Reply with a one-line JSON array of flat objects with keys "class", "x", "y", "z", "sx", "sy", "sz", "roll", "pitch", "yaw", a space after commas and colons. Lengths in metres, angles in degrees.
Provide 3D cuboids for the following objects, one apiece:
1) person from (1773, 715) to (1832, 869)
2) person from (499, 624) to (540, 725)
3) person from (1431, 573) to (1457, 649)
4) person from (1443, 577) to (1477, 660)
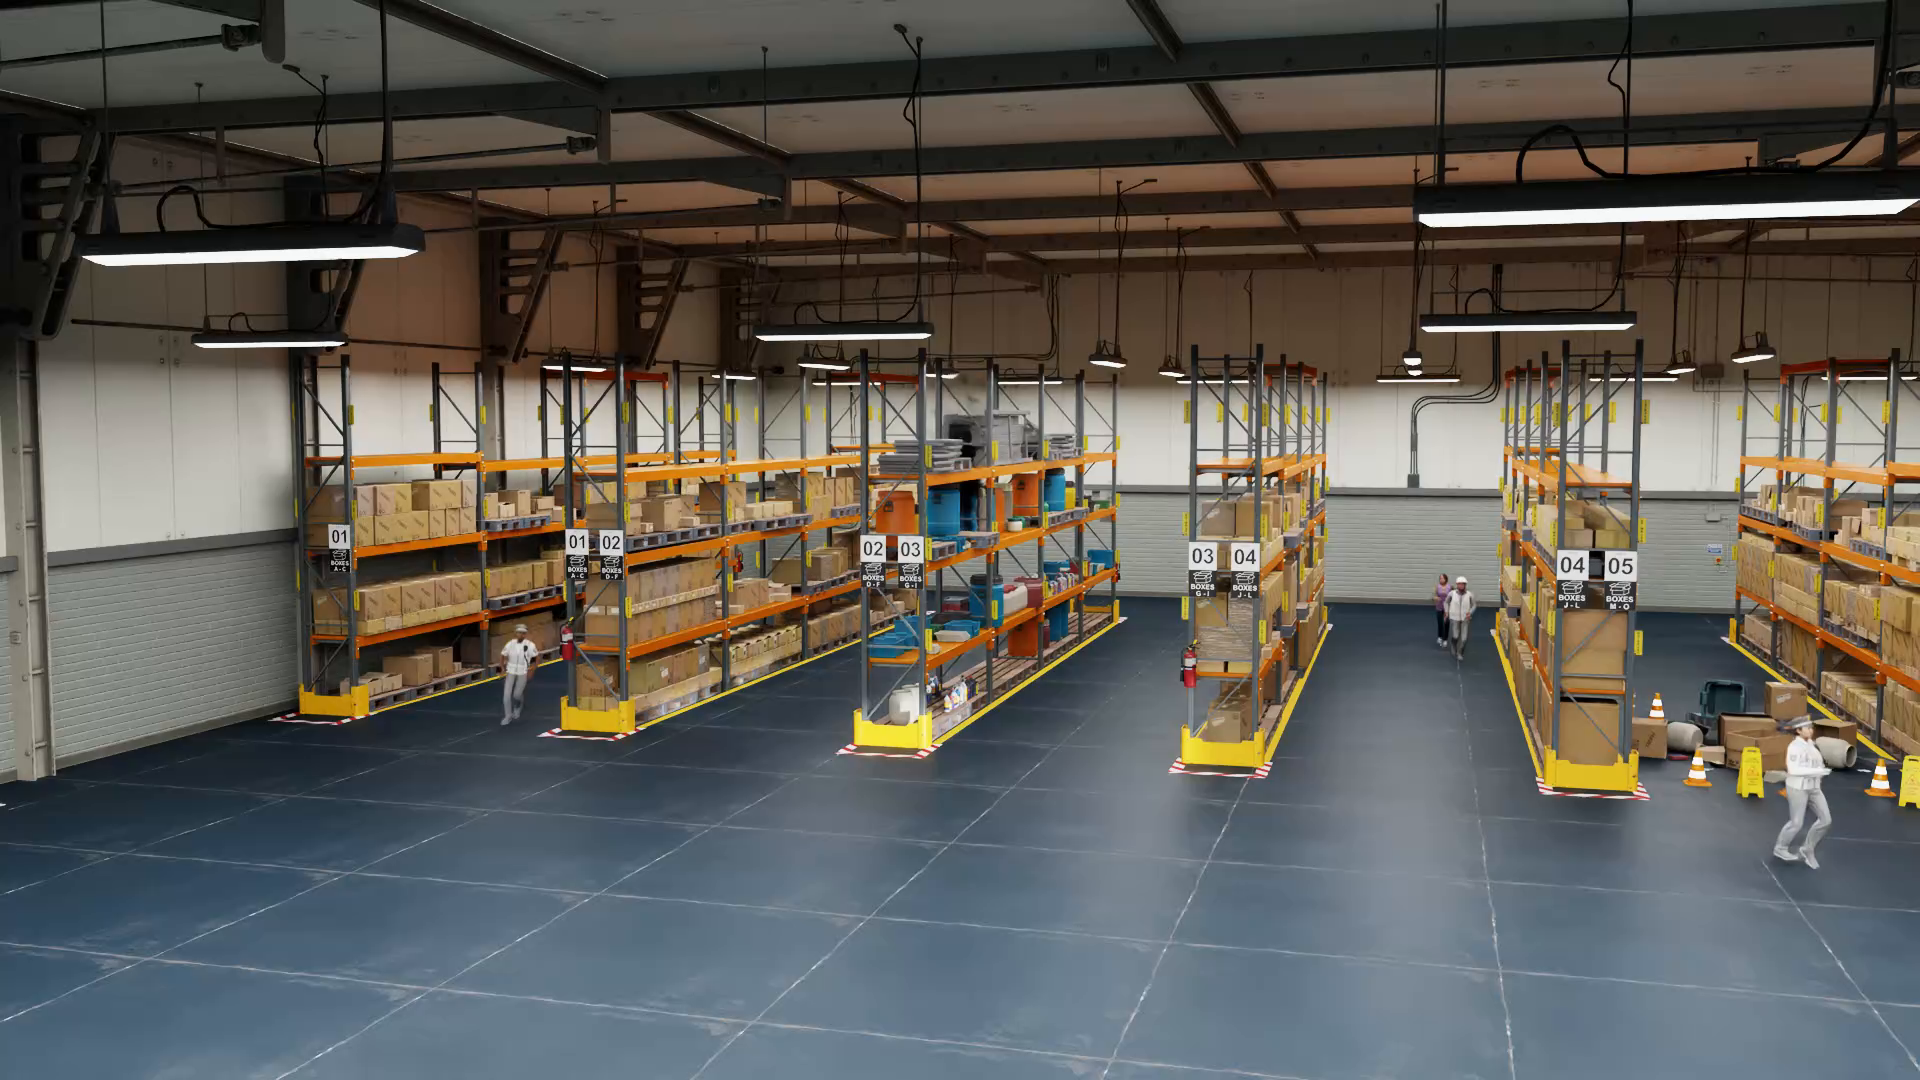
[{"class": "person", "x": 9.364, "y": 2.786, "z": 18.397, "sx": 0.592, "sy": 1.728, "sz": 0.659, "roll": -2, "pitch": 5, "yaw": -30}, {"class": "person", "x": -7.162, "y": 2.176, "z": 26.950, "sx": 0.632, "sy": 1.640, "sz": 0.501, "roll": 0, "pitch": 4, "yaw": -2}, {"class": "person", "x": 10.446, "y": 1.520, "z": 35.833, "sx": 0.550, "sy": 1.618, "sz": 0.822, "roll": 2, "pitch": 5, "yaw": 23}, {"class": "person", "x": 10.180, "y": 1.604, "z": 33.860, "sx": 0.646, "sy": 1.723, "sz": 0.609, "roll": 1, "pitch": 4, "yaw": 14}]
